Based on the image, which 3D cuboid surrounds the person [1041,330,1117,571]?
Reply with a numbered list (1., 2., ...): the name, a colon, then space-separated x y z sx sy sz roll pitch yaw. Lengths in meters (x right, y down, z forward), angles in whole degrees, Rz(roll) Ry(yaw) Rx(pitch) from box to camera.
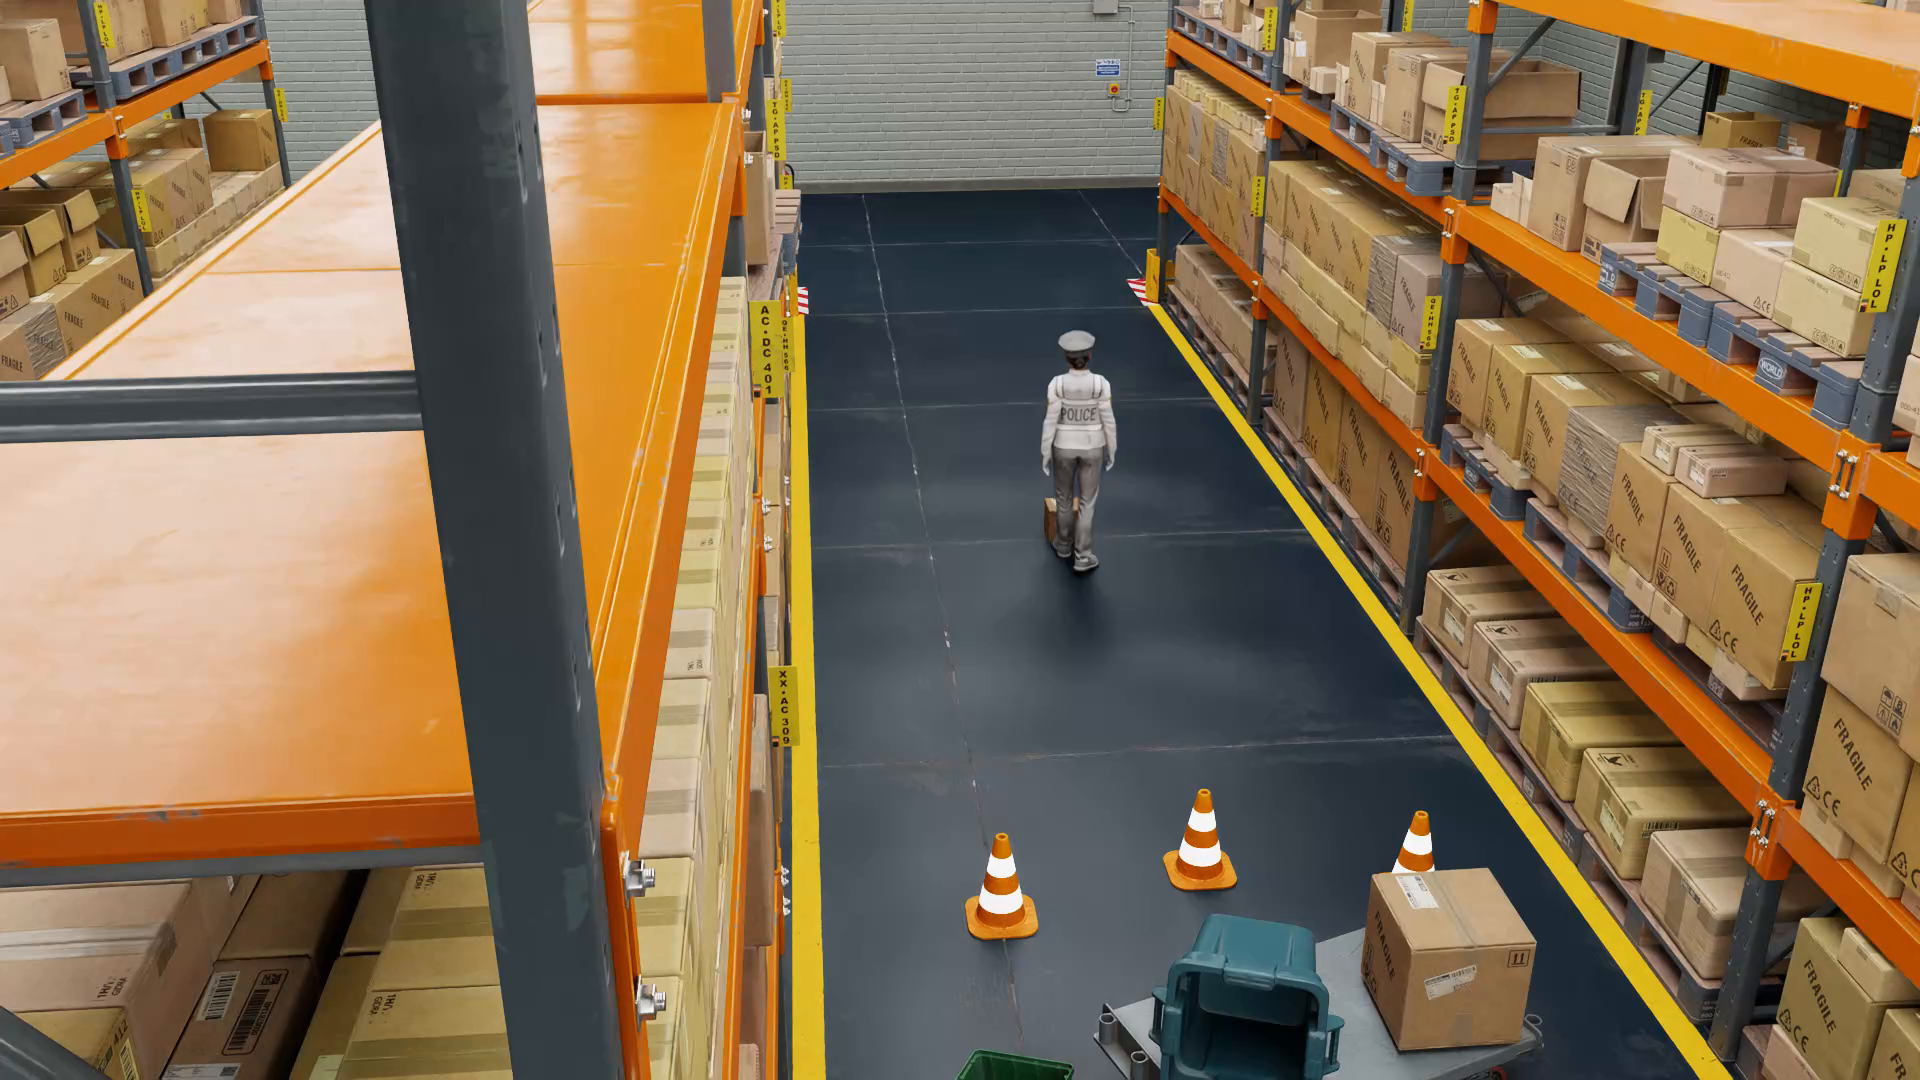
1. person: 0.823 -0.628 11.478 0.514 1.673 0.556 3 24 6
